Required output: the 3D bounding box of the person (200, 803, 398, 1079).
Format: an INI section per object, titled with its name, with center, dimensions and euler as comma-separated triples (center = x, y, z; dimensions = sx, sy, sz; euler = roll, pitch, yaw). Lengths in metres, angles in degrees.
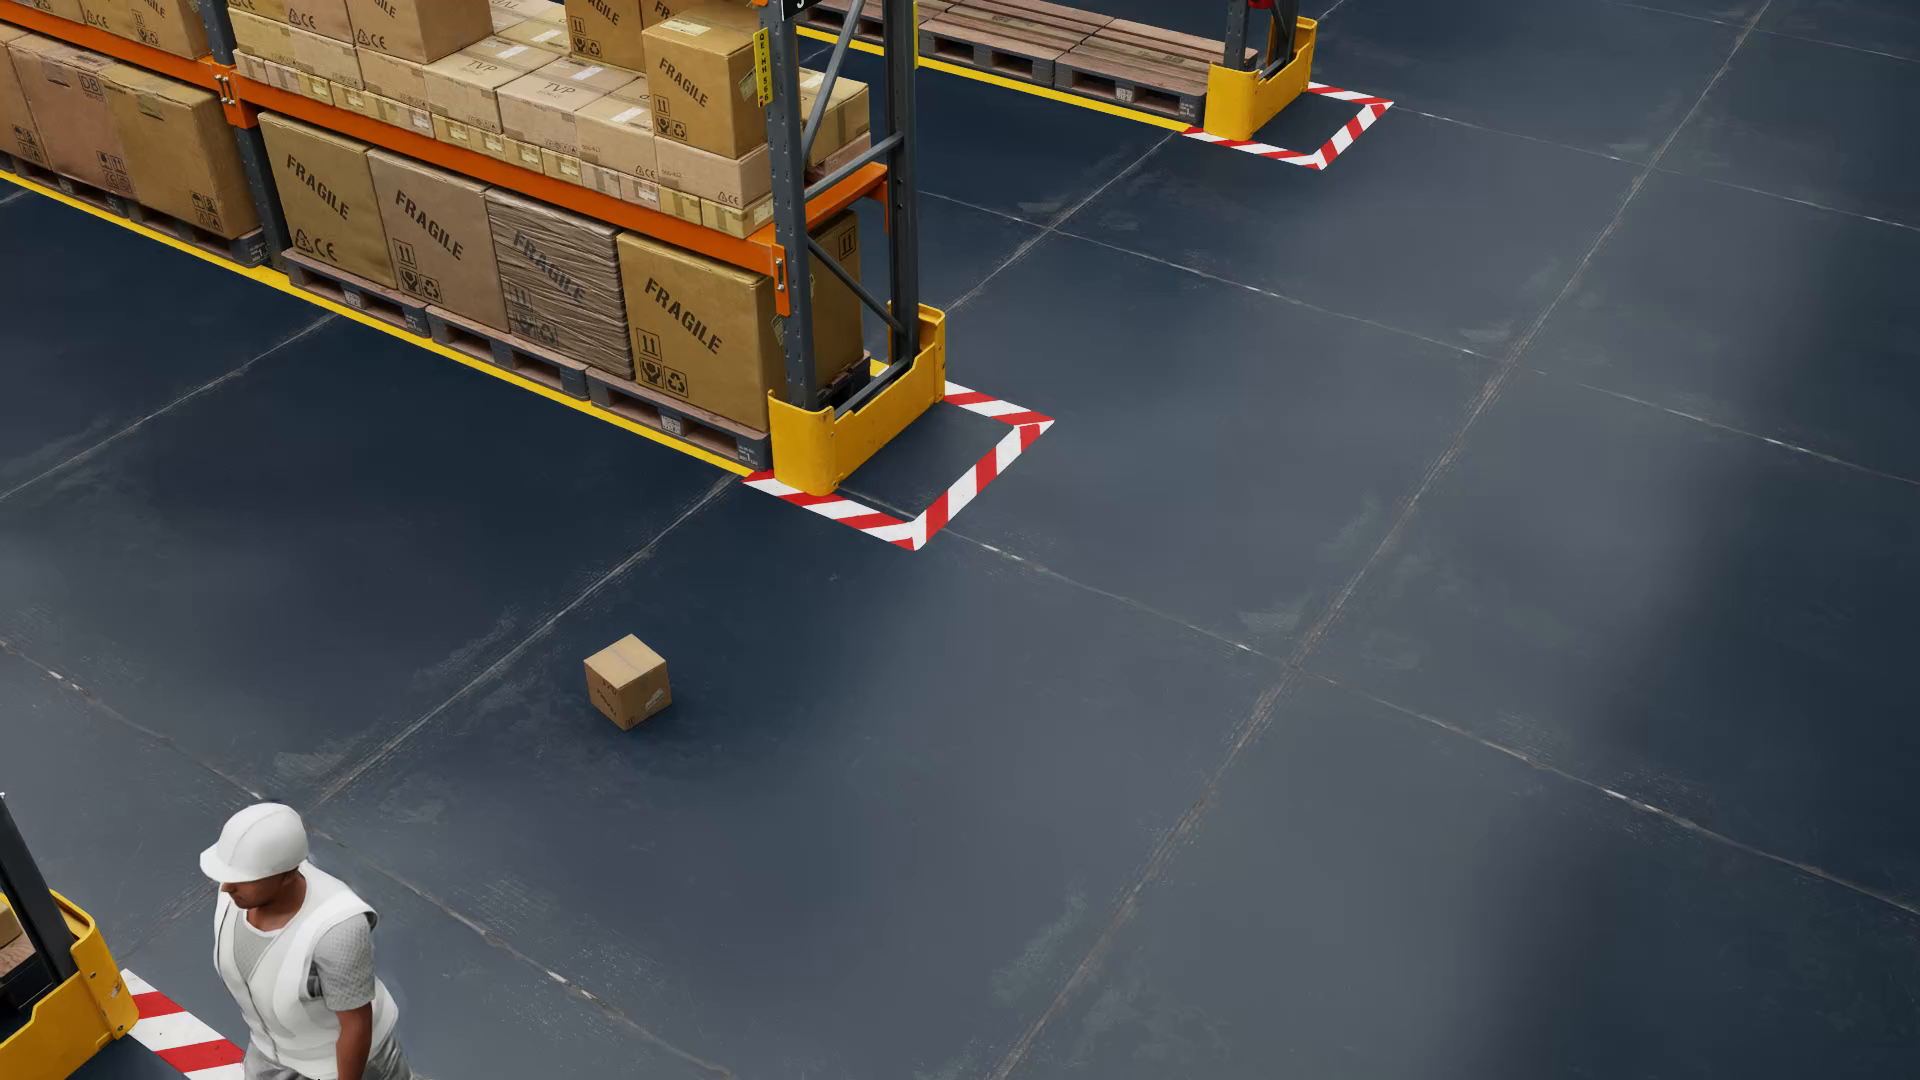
[person]
center = -1.880, 1.484, 4.774
dimensions = 0.563, 1.814, 0.737
euler = 18, 41, 21
